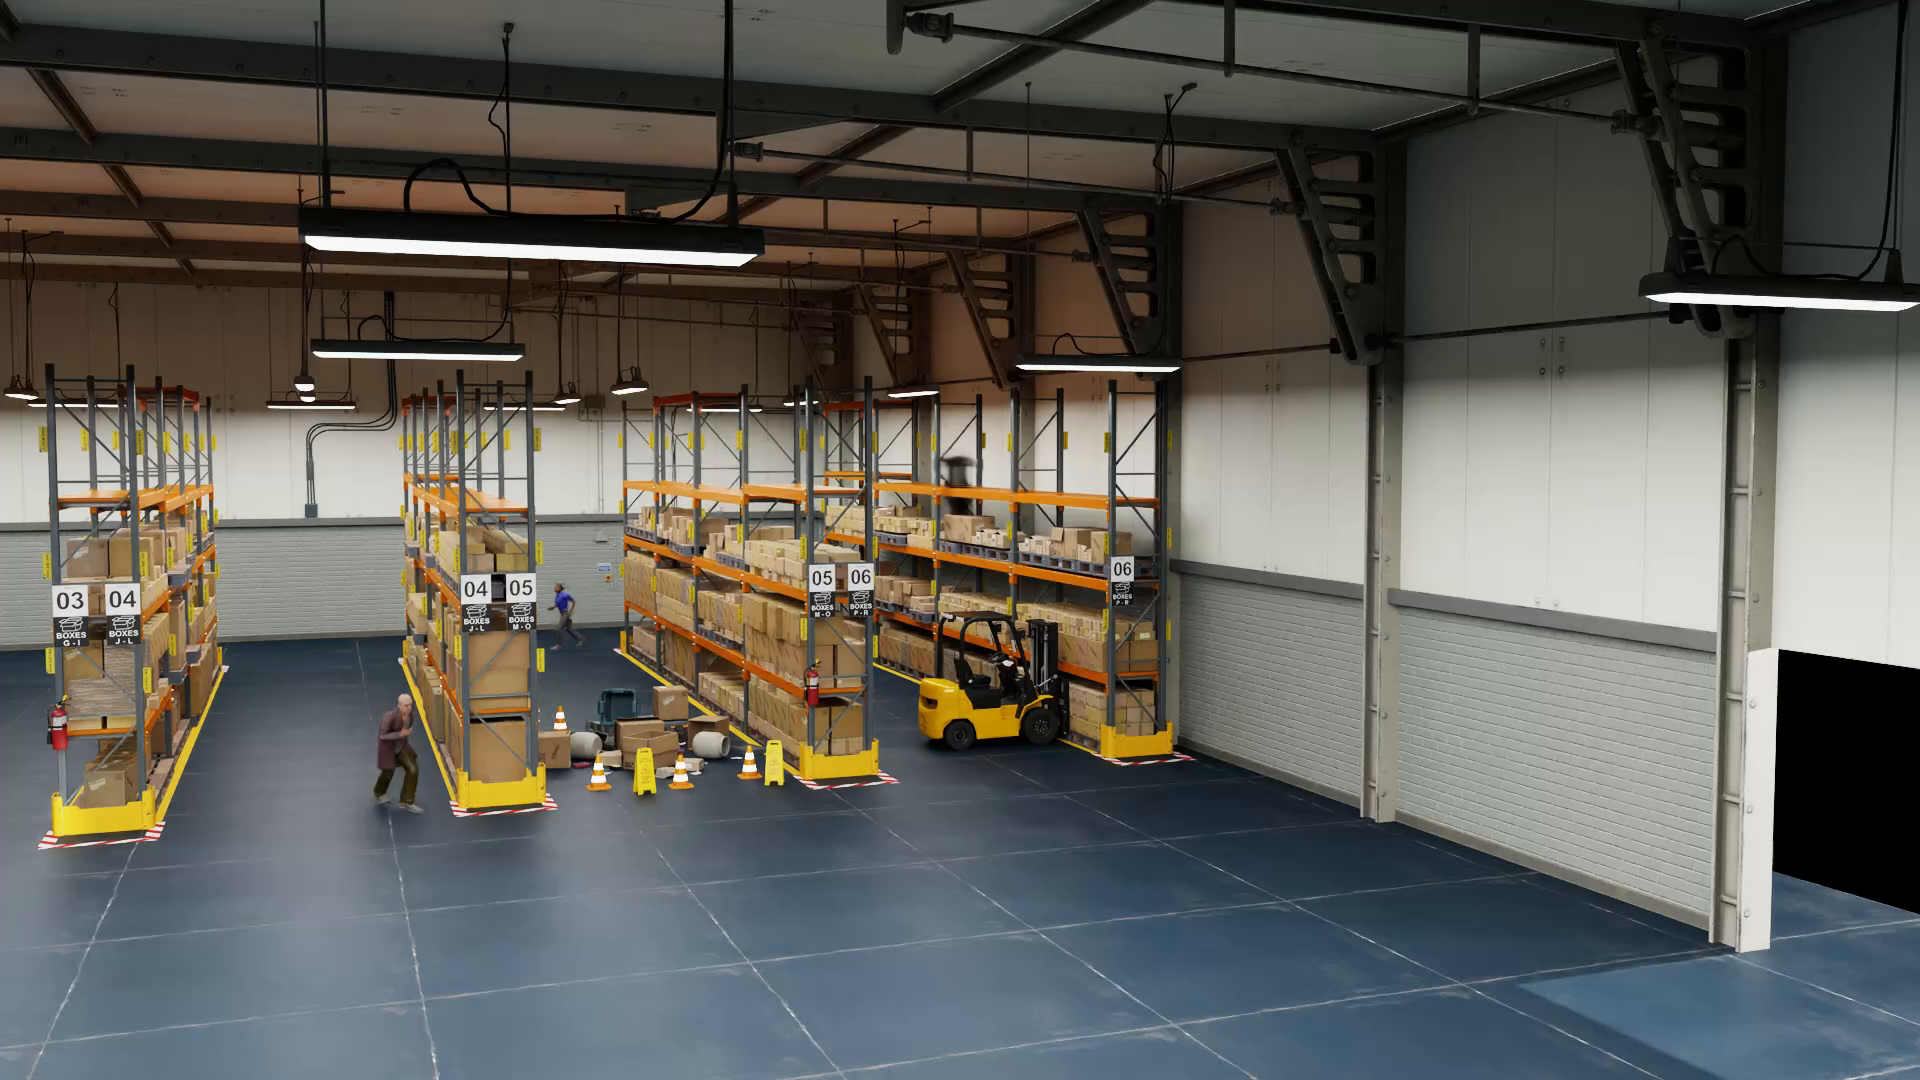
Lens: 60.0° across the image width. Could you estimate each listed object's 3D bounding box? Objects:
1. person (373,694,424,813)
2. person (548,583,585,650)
[{"bbox_3d":[-7.709,2.911,22.590,1.150,1.604,0.709,3,4,38],"label":"person"},{"bbox_3d":[-9.507,1.827,40.223,0.940,1.608,0.570,-2,4,-34],"label":"person"}]
